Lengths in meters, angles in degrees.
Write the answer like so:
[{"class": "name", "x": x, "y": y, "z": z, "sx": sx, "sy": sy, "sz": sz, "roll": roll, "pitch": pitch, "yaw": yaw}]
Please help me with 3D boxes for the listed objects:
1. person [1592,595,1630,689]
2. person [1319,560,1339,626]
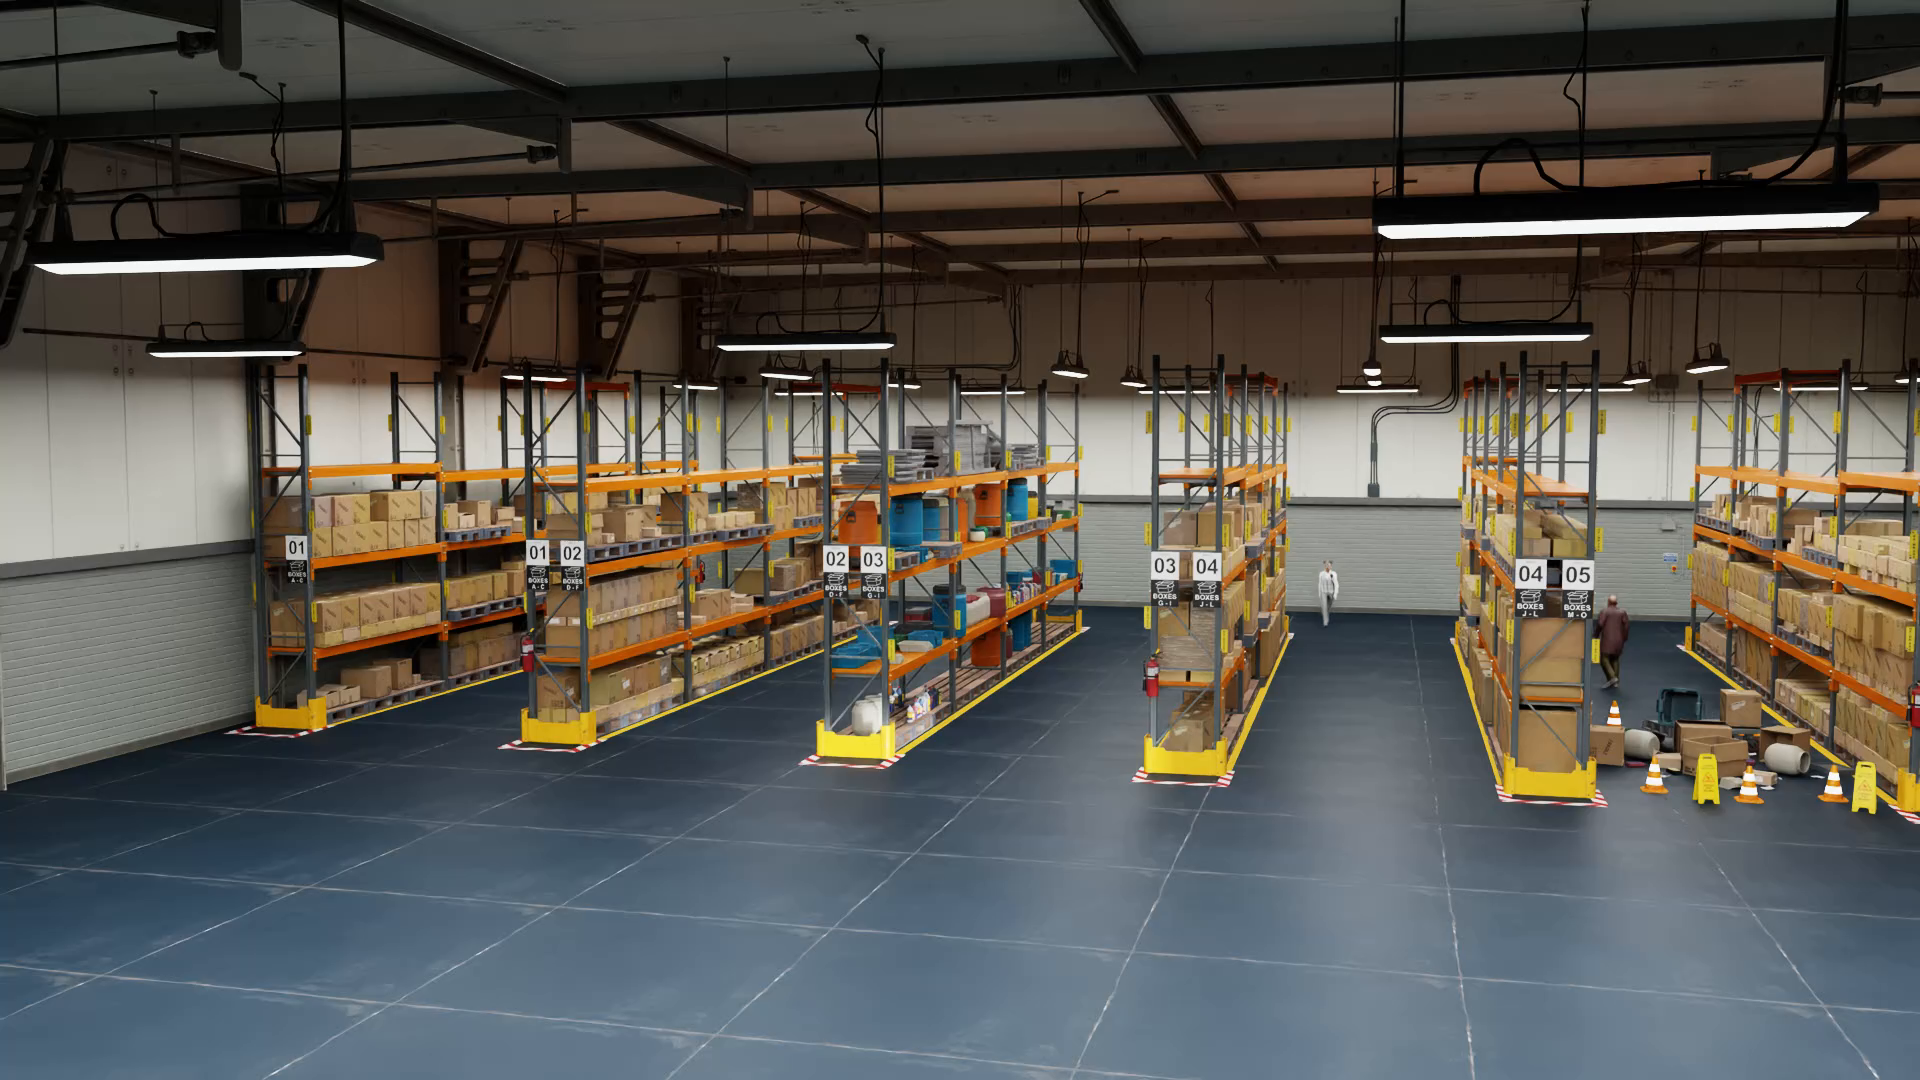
[{"class": "person", "x": 12.479, "y": 1.999, "z": 31.724, "sx": 0.651, "sy": 1.655, "sz": 0.706, "roll": -1, "pitch": 4, "yaw": -9}, {"class": "person", "x": 9.222, "y": 1.311, "z": 41.560, "sx": 0.460, "sy": 1.611, "sz": 1.060, "roll": 0, "pitch": 4, "yaw": 3}]
